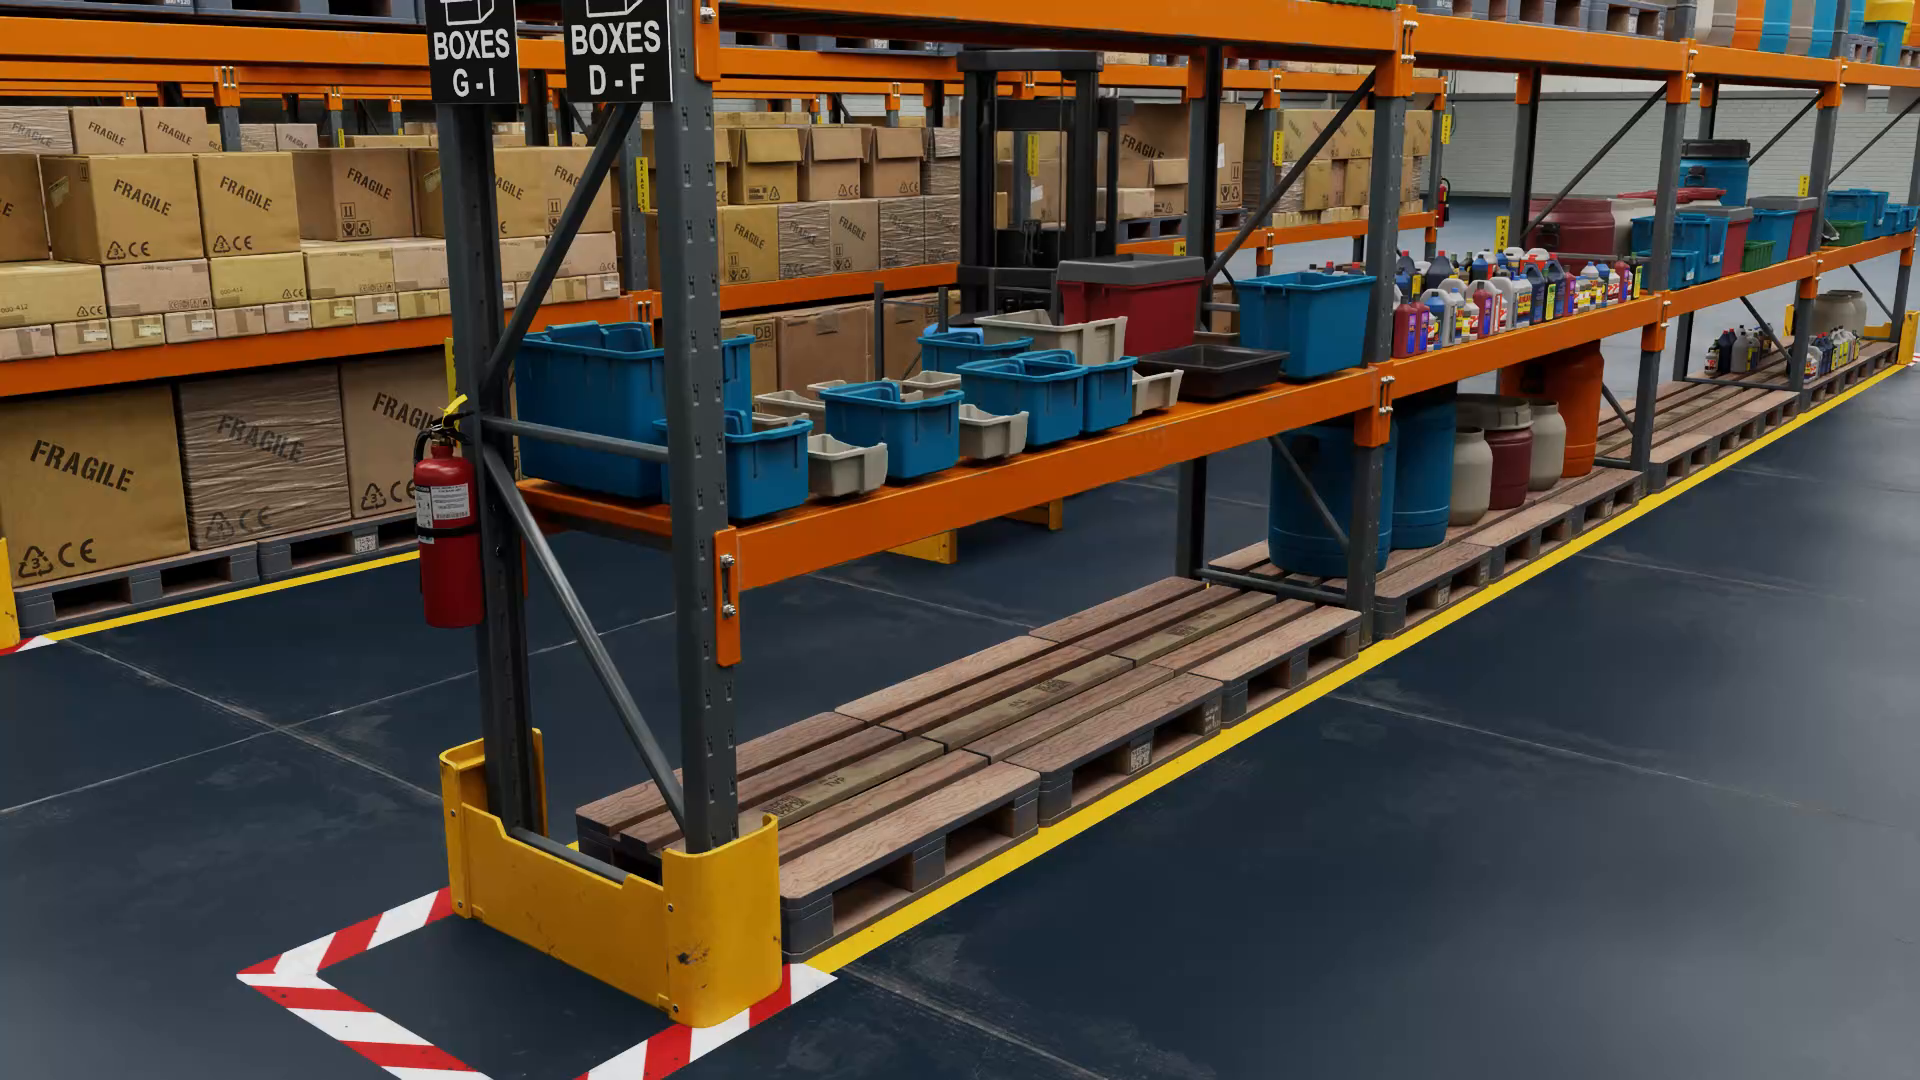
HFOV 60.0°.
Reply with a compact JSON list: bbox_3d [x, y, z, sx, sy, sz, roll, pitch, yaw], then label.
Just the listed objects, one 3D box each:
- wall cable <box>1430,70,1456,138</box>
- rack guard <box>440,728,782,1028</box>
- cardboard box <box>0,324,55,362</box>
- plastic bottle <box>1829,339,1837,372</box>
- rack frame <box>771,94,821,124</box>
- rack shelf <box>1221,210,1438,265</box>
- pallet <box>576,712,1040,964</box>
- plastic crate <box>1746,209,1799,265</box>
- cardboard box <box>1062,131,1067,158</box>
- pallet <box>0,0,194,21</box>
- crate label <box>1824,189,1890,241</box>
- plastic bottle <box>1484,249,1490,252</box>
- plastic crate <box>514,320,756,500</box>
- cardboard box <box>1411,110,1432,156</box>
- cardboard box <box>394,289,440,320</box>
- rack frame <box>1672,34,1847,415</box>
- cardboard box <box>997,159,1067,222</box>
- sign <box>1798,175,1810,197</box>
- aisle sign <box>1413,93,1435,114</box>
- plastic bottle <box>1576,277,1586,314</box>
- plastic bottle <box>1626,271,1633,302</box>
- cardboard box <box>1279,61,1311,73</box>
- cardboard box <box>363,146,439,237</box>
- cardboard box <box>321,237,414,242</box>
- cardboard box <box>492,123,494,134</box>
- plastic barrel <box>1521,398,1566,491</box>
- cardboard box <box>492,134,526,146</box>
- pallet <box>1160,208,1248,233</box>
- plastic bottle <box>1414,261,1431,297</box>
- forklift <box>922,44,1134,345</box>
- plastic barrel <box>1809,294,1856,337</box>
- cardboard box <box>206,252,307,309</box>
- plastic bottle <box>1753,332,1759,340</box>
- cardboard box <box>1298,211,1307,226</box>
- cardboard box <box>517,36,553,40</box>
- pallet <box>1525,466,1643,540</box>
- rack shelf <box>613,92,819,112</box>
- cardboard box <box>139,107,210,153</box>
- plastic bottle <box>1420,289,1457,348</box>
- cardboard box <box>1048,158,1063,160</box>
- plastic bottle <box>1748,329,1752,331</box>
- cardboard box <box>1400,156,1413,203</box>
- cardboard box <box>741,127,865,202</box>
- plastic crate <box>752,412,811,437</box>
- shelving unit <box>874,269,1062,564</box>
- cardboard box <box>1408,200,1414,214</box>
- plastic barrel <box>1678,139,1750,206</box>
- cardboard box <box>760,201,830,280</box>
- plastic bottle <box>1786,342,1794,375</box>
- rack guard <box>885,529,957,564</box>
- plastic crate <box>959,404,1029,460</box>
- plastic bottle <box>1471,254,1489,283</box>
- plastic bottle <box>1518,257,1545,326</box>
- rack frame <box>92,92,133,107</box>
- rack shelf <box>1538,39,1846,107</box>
[{"bbox_3d":[14.197,-13.911,52.414,3.097,2.526,0.112,11,18,38],"label":"wall cable"},{"bbox_3d":[-1.037,0.952,4.860,1.175,0.500,0.348,11,18,38],"label":"rack guard"},{"bbox_3d":[-4.405,-0.928,7.693,0.380,0.149,0.250,12,18,38],"label":"cardboard box"},{"bbox_3d":[7.595,-1.613,14.502,0.061,0.283,0.133,12,19,40],"label":"plastic bottle"},{"bbox_3d":[-2.537,-5.630,25.694,1.000,3.000,0.127,11,18,38],"label":"rack frame"},{"bbox_3d":[3.914,-3.365,18.238,1.077,0.370,4.000,11,18,38],"label":"rack shelf"},{"bbox_3d":[-0.484,0.933,5.520,1.003,0.211,1.213,11,18,38],"label":"pallet"},{"bbox_3d":[6.058,-2.297,12.606,0.392,0.384,0.575,11,18,38],"label":"plastic crate"},{"bbox_3d":[1.114,-5.415,22.348,0.875,0.550,0.550,11,18,38],"label":"cardboard box"},{"bbox_3d":[-4.427,-2.587,7.803,1.003,0.211,1.213,11,18,38],"label":"pallet"},{"bbox_3d":[8.077,-2.953,15.084,0.502,0.435,0.616,11,18,38],"label":"crate label"},{"bbox_3d":[3.230,-1.653,10.275,0.061,0.283,0.133,11,18,38],"label":"plastic bottle"},{"bbox_3d":[-0.967,-0.405,4.933,0.616,0.435,0.499,11,18,38],"label":"plastic crate"},{"bbox_3d":[5.018,-4.630,18.920,0.500,0.500,0.500,11,18,38],"label":"cardboard box"},{"bbox_3d":[-3.115,-1.322,9.244,0.380,0.149,0.250,11,18,37],"label":"cardboard box"},{"bbox_3d":[6.510,-2.564,13.625,1.000,3.000,0.127,11,18,38],"label":"rack frame"},{"bbox_3d":[0.725,-3.049,14.476,0.500,0.500,0.700,-13,19,-41],"label":"cardboard box"},{"bbox_3d":[8.599,-3.550,16.945,0.100,0.325,0.005,11,18,38],"label":"sign"},{"bbox_3d":[5.444,-5.322,19.201,0.394,0.787,0.004,11,18,38],"label":"aisle sign"},{"bbox_3d":[3.474,-1.383,9.379,0.097,0.201,0.097,0,14,0],"label":"plastic bottle"},{"bbox_3d":[3.987,-1.539,9.993,0.097,0.201,0.097,0,14,0],"label":"plastic bottle"},{"bbox_3d":[3.139,-4.758,16.474,0.500,0.250,0.500,10,18,35],"label":"cardboard box"},{"bbox_3d":[-3.186,-2.088,9.929,0.500,0.500,0.500,11,18,38],"label":"cardboard box"},{"bbox_3d":[-3.507,-1.626,9.633,0.500,0.250,0.500,12,18,39],"label":"cardboard box"},{"bbox_3d":[-6.224,-5.316,21.478,0.380,0.149,0.250,13,19,41],"label":"cardboard box"},{"bbox_3d":[3.416,-0.578,10.005,0.421,0.512,0.421,0,14,0],"label":"plastic barrel"},{"bbox_3d":[-5.802,-4.943,21.330,0.500,0.500,0.500,12,19,39],"label":"cardboard box"},{"bbox_3d":[2.064,-3.114,16.178,1.003,0.211,1.213,11,18,38],"label":"pallet"},{"bbox_3d":[2.601,-1.440,9.450,0.152,0.276,0.135,11,18,38],"label":"plastic bottle"},{"bbox_3d":[0.603,-2.057,11.769,1.130,2.935,3.031,4,15,14],"label":"forklift"},{"bbox_3d":[8.355,-2.094,15.974,0.421,0.512,0.421,0,14,0],"label":"plastic barrel"},{"bbox_3d":[-3.733,-1.351,8.547,0.500,0.250,0.500,11,18,36],"label":"cardboard box"},{"bbox_3d":[7.110,-1.717,14.911,0.061,0.283,0.133,11,18,38],"label":"plastic bottle"},{"bbox_3d":[3.329,-3.302,17.038,0.380,0.149,0.250,11,18,38],"label":"cardboard box"},{"bbox_3d":[-4.116,-4.607,15.372,0.500,0.500,0.500,11,18,38],"label":"cardboard box"},{"bbox_3d":[3.533,-0.289,10.333,1.003,0.211,1.213,11,18,38],"label":"pallet"},{"bbox_3d":[-3.794,-6.352,23.906,1.077,0.370,4.000,11,18,38],"label":"rack shelf"},{"bbox_3d":[-6.250,-3.131,13.018,0.500,0.500,0.500,10,18,36],"label":"cardboard box"},{"bbox_3d":[2.299,-1.072,8.002,0.152,0.276,0.135,11,18,38],"label":"plastic bottle"},{"bbox_3d":[0.850,-4.770,22.001,0.875,0.550,0.550,11,18,38],"label":"cardboard box"},{"bbox_3d":[7.236,-1.799,15.259,0.097,0.271,0.097,0,14,0],"label":"plastic bottle"},{"bbox_3d":[4.583,-4.074,18.761,0.875,0.500,0.500,11,18,38],"label":"cardboard box"},{"bbox_3d":[-1.157,-2.708,11.950,0.797,0.503,0.637,12,19,39],"label":"cardboard box"},{"bbox_3d":[-0.661,-0.352,5.329,0.396,0.136,0.243,11,18,38],"label":"plastic crate"},{"bbox_3d":[0.048,-0.742,9.496,0.587,1.500,1.083,11,18,38],"label":"shelving unit"},{"bbox_3d":[4.995,-3.841,19.160,0.380,0.149,0.250,11,18,38],"label":"cardboard box"},{"bbox_3d":[6.031,-2.780,13.456,0.600,0.901,0.708,11,18,38],"label":"plastic barrel"},{"bbox_3d":[-1.257,-2.089,11.550,0.500,0.500,0.500,11,18,36],"label":"cardboard box"},{"bbox_3d":[7.228,-1.606,14.340,0.144,0.351,0.185,11,18,38],"label":"plastic bottle"},{"bbox_3d":[-0.265,-0.040,9.274,0.587,0.250,0.087,11,18,38],"label":"rack guard"},{"bbox_3d":[0.071,-0.342,5.292,0.250,0.136,0.298,11,18,38],"label":"plastic crate"},{"bbox_3d":[3.135,-1.587,10.039,0.097,0.271,0.097,0,14,0],"label":"plastic bottle"},{"bbox_3d":[3.023,-1.327,8.855,0.144,0.351,0.185,11,18,38],"label":"plastic bottle"},{"bbox_3d":[-11.428,-4.866,22.684,1.000,3.000,0.127,11,18,38],"label":"rack frame"},{"bbox_3d":[5.253,-3.286,11.836,1.077,0.370,4.000,11,18,38],"label":"rack shelf"}]
